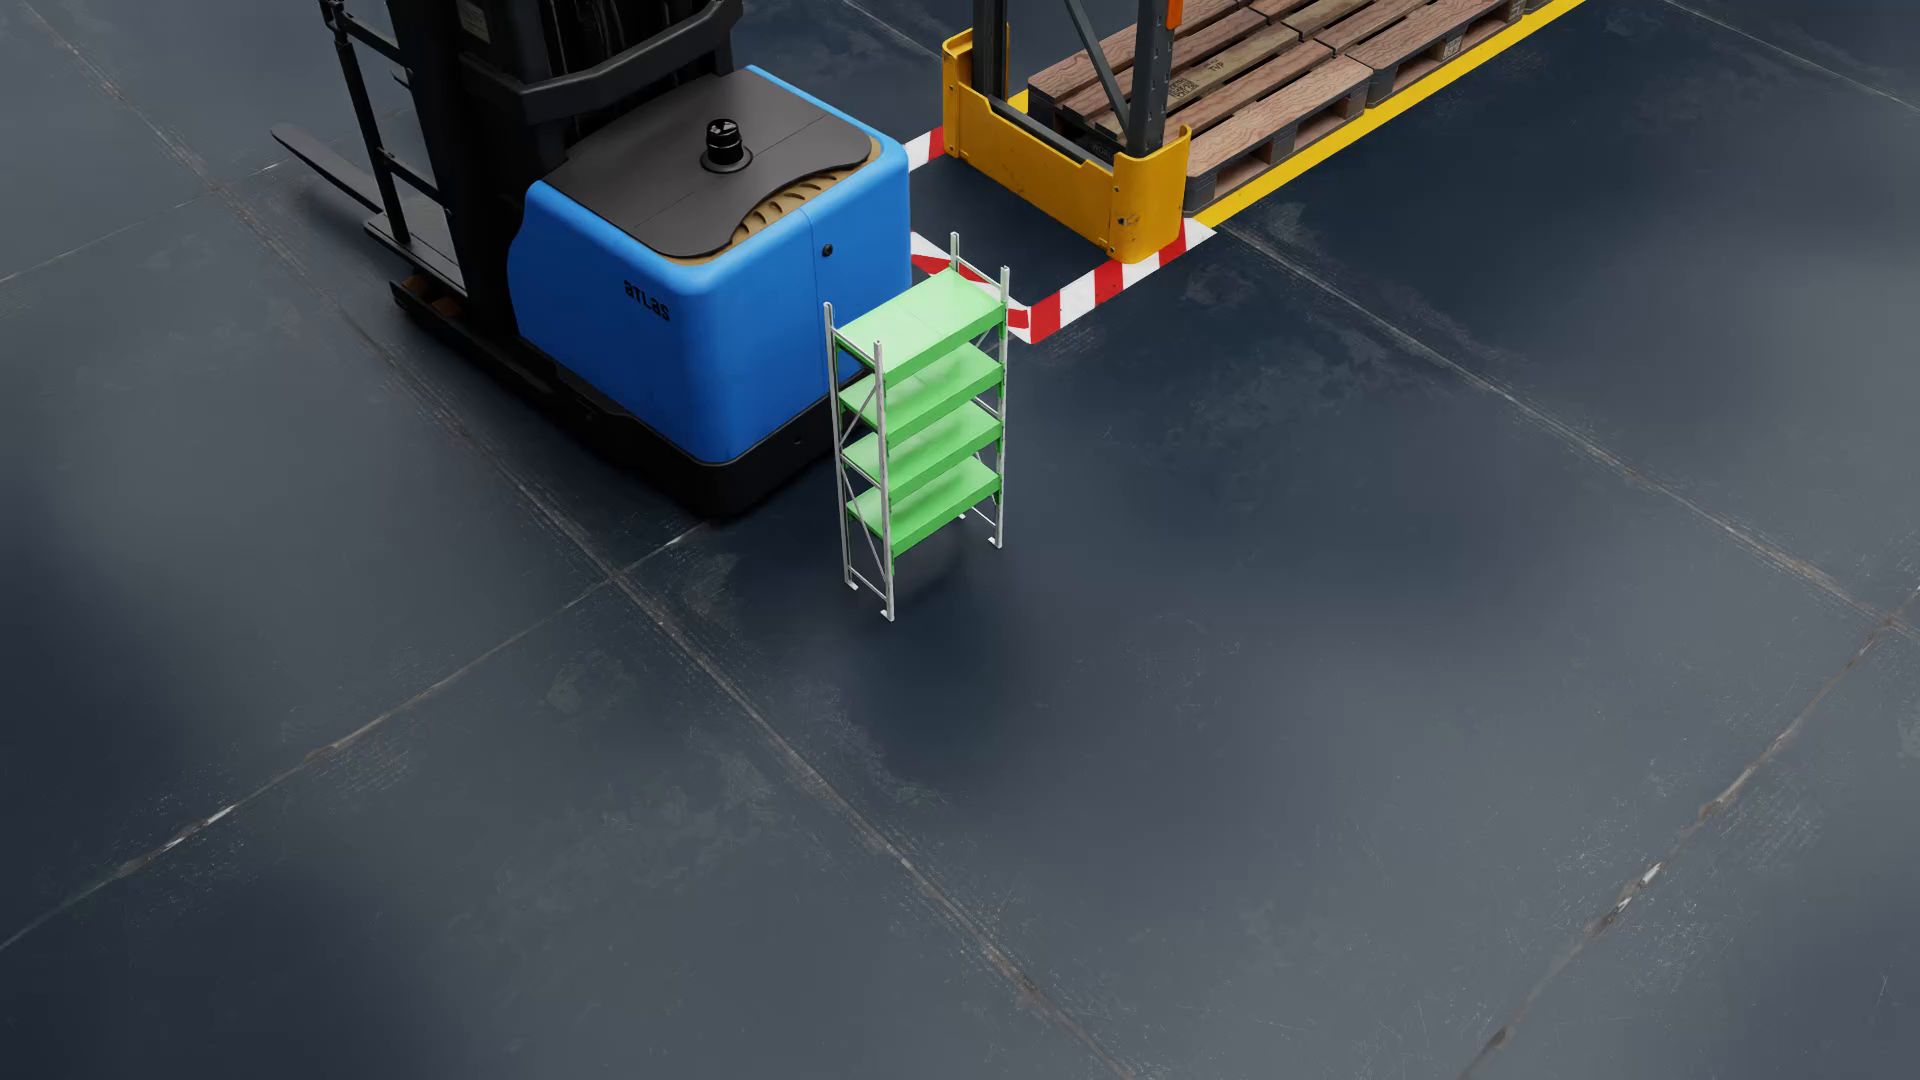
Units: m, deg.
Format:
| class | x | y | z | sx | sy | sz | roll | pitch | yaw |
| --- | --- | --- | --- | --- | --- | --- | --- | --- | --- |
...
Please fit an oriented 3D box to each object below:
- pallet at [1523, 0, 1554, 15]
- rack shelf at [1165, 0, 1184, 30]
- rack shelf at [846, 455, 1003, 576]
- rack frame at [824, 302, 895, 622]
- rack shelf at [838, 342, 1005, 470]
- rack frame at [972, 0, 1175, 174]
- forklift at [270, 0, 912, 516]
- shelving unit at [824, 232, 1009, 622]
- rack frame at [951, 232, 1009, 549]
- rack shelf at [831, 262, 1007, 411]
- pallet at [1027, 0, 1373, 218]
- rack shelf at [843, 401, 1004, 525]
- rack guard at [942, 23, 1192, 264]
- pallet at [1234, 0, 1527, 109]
| class | x | y | z | sx | sy | sz | roll | pitch | yaw |
| --- | --- | --- | --- | --- | --- | --- | --- | --- | --- |
| pallet | 2.871 | -3.191 | 8.551 | 1.213 | 0.211 | 1.003 | -34 | 56 | -27 |
| rack shelf | 1.909 | -3.289 | 7.233 | 4.000 | 0.370 | 1.077 | -34 | 56 | -27 |
| rack shelf | -0.122 | -0.119 | 5.457 | 0.480 | 0.148 | 0.258 | -34 | 56 | -27 |
| rack frame | -0.303 | -0.204 | 5.122 | 0.015 | 1.200 | 0.240 | -34 | 56 | -27 |
| rack shelf | -0.122 | -0.444 | 5.104 | 0.480 | 0.148 | 0.258 | -34 | 56 | -27 |
| rack frame | 0.429 | -2.544 | 6.056 | 0.127 | 3.000 | 1.000 | -34 | 56 | -27 |
| forklift | -1.586 | -2.028 | 5.627 | 3.031 | 2.935 | 1.130 | 34 | 56 | 27 |
| shelving unit | -0.122 | -0.325 | 5.234 | 0.503 | 1.200 | 0.258 | -34 | 56 | -27 |
| rack frame | 0.058 | -0.446 | 5.345 | 0.015 | 1.200 | 0.240 | -34 | 56 | -27 |
| rack shelf | -0.122 | -0.607 | 4.928 | 0.480 | 0.148 | 0.258 | -34 | 56 | -27 |
| pallet | 1.065 | -1.985 | 7.438 | 1.213 | 0.211 | 1.003 | -34 | 56 | -27 |
| rack shelf | -0.122 | -0.282 | 5.280 | 0.480 | 0.148 | 0.258 | -34 | 56 | -27 |
| rack guard | 0.420 | -1.677 | 6.958 | 0.348 | 0.500 | 1.175 | -34 | 56 | -27 |
| pallet | 1.968 | -2.585 | 7.992 | 1.213 | 0.211 | 1.003 | -34 | 56 | -27 |
